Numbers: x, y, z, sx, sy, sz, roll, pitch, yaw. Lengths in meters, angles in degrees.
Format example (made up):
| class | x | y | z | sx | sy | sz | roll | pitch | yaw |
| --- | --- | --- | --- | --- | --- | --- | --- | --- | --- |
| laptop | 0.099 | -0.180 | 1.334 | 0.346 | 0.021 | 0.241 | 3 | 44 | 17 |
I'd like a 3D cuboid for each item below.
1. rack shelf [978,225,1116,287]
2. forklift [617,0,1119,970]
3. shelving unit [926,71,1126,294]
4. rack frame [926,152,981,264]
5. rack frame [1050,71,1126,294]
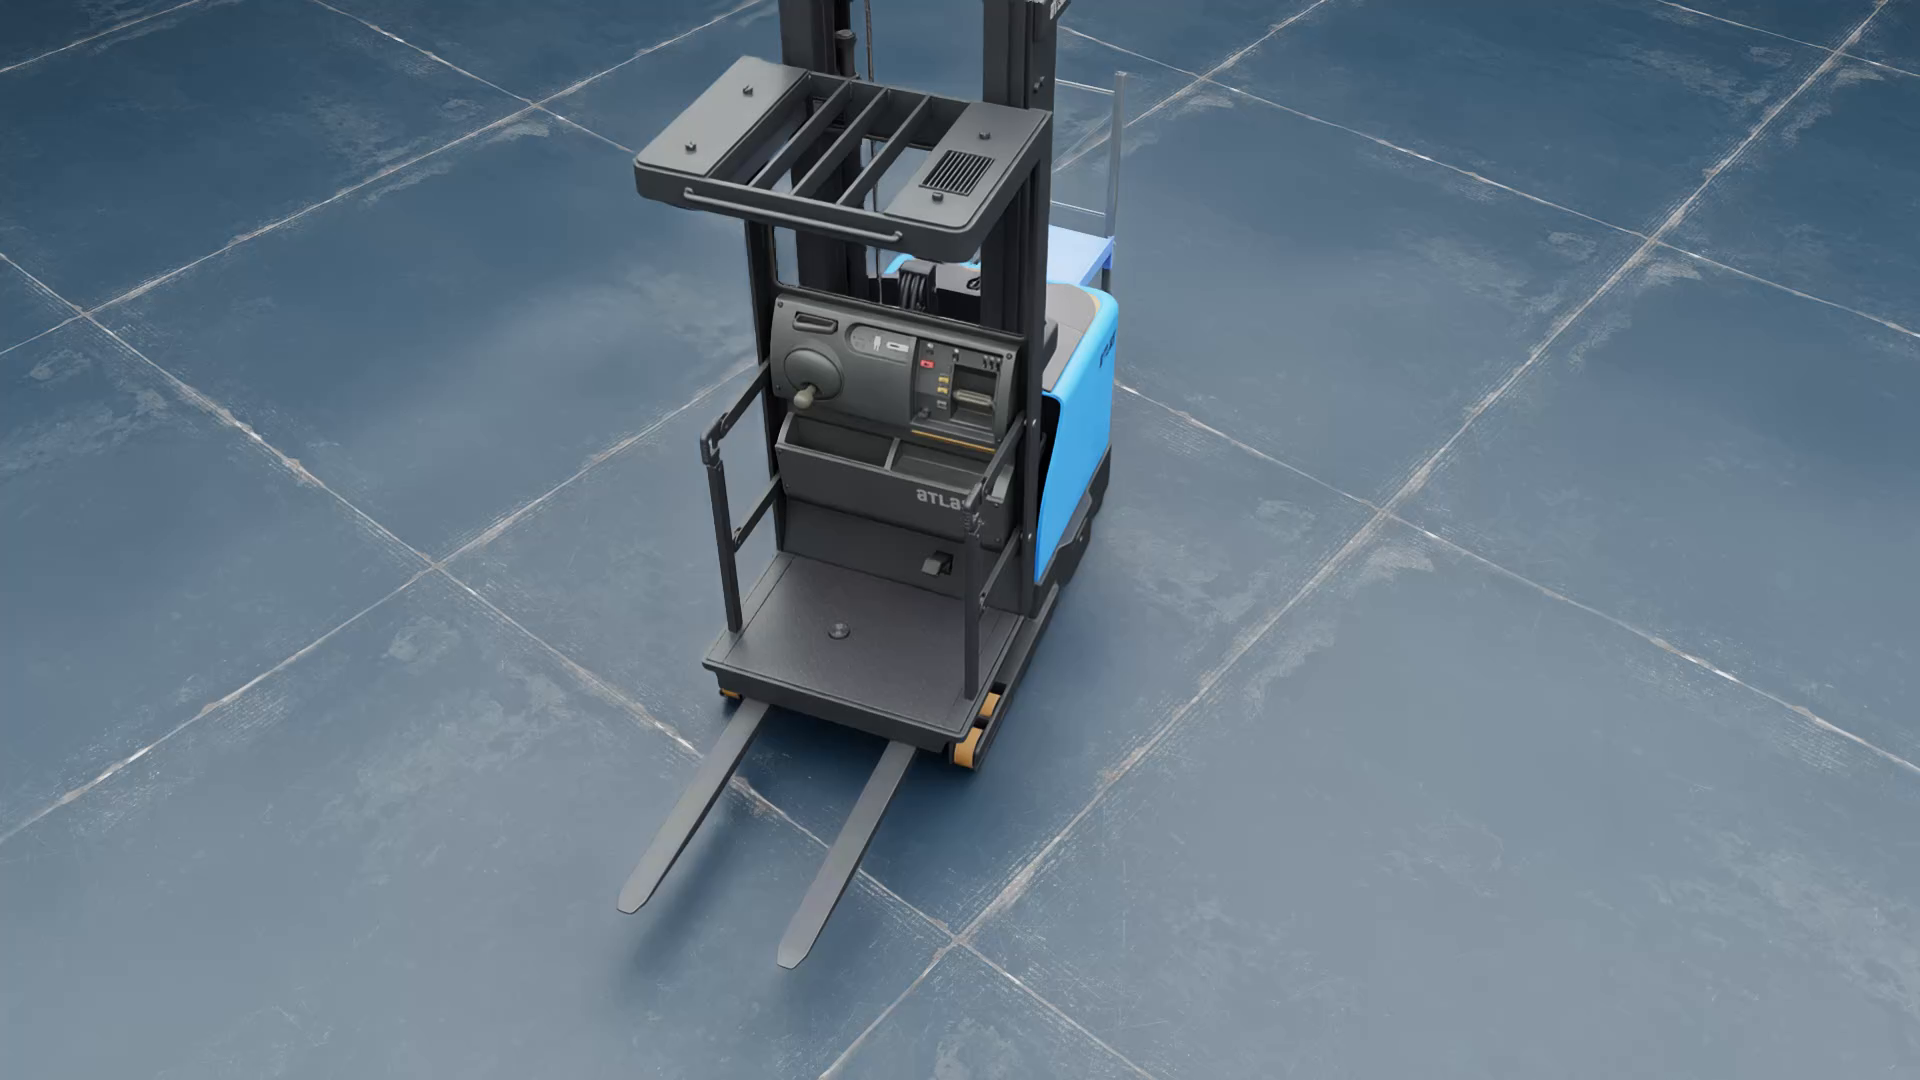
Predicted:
| class | x | y | z | sx | sy | sz | roll | pitch | yaw |
| --- | --- | --- | --- | --- | --- | --- | --- | --- | --- |
| rack shelf | 0.306 | -1.177 | 7.880 | 0.538 | 0.185 | 1.000 | 17 | 45 | 18 |
| forklift | -0.323 | -0.521 | 5.827 | 1.130 | 2.935 | 3.031 | 15 | 44 | 15 |
| shelving unit | 0.306 | -1.311 | 7.759 | 0.538 | 1.500 | 1.048 | 17 | 45 | 18 |
| rack frame | 0.092 | -1.000 | 7.418 | 0.500 | 1.500 | 0.032 | 17 | 45 | 18 |
| rack frame | 0.520 | -1.621 | 8.100 | 0.500 | 1.500 | 0.032 | 17 | 45 | 18 |
